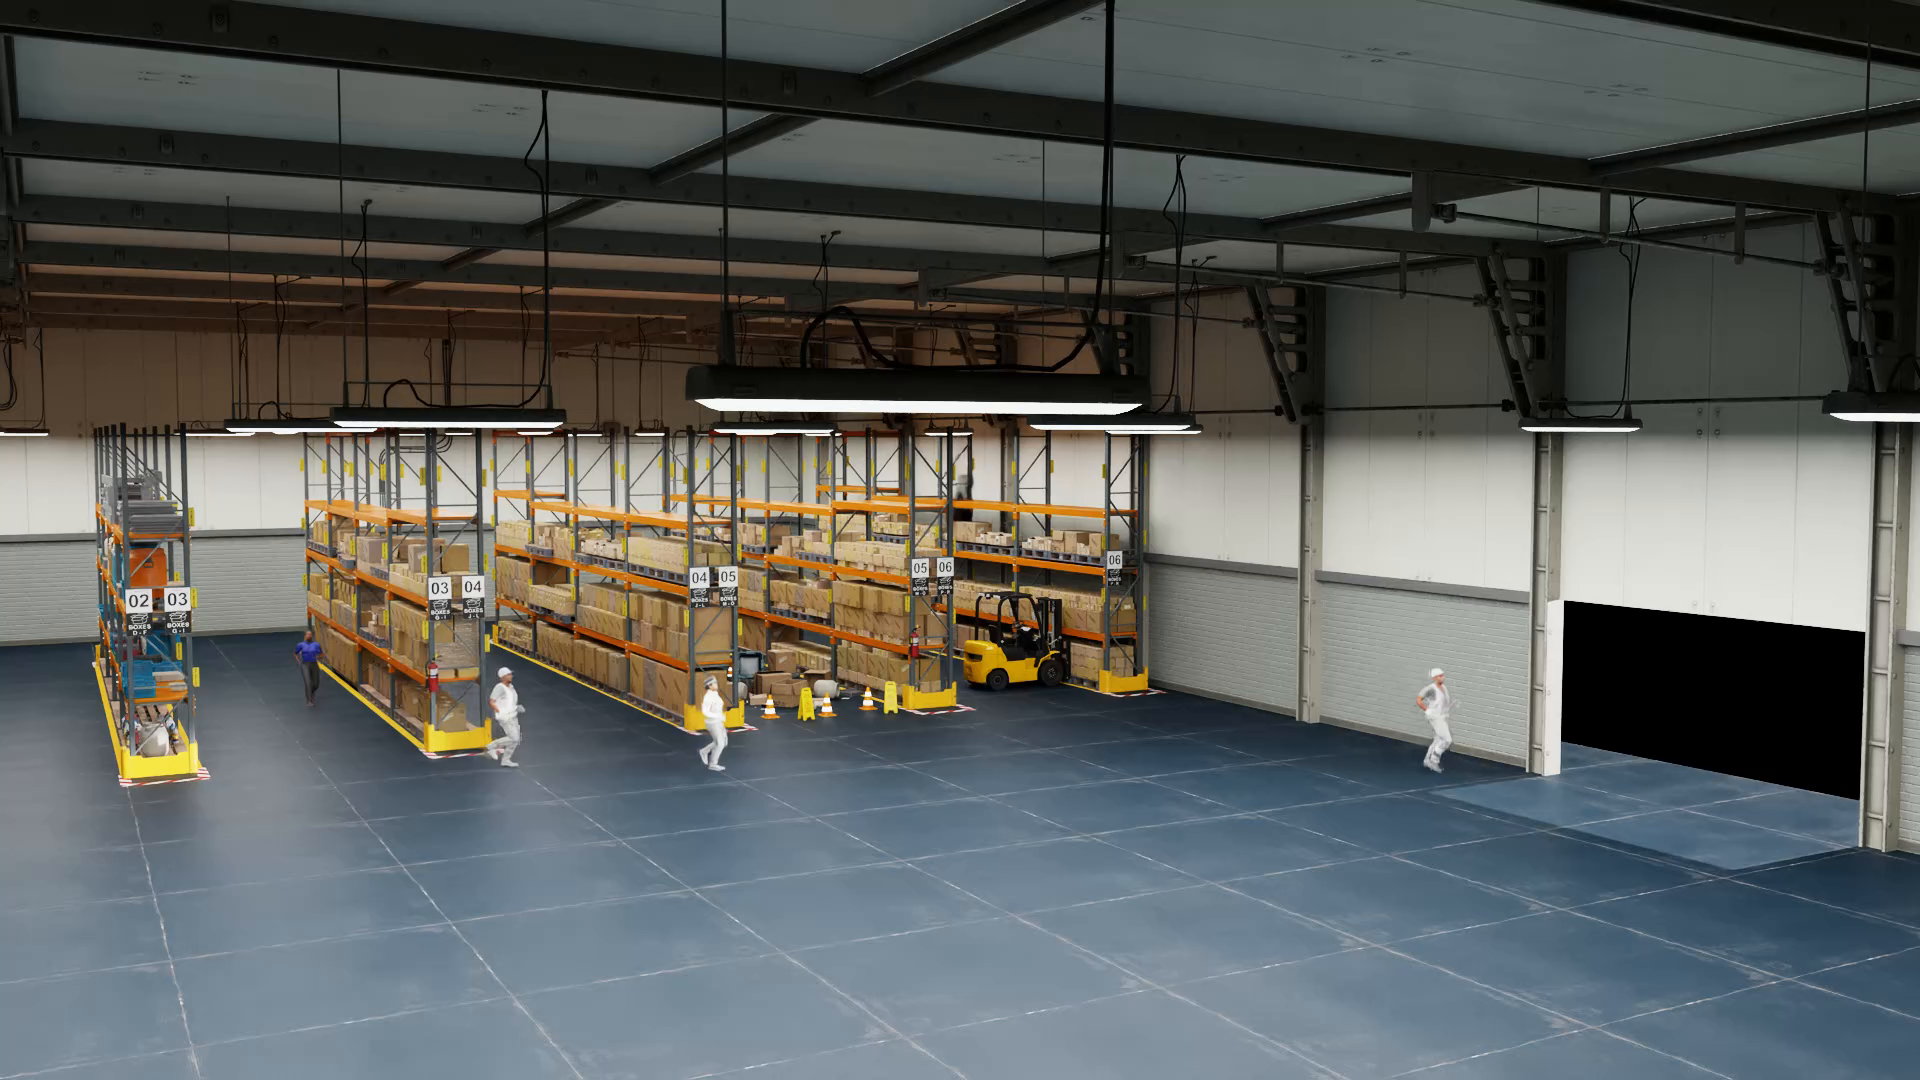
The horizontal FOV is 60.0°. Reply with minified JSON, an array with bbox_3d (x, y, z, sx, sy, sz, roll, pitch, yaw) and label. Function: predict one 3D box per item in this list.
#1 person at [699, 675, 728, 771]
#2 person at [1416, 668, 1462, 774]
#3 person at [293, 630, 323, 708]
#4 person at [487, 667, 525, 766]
[{"bbox_3d":[-4.267,3.155,28.733,0.573,1.648,0.612,1,3,9],"label":"person"},{"bbox_3d":[8.257,3.105,28.561,0.659,1.797,0.637,3,5,44],"label":"person"},{"bbox_3d":[-13.983,2.749,35.725,0.588,1.612,0.834,-2,4,-30],"label":"person"},{"bbox_3d":[-7.953,3.100,29.110,0.605,1.740,0.687,0,3,6],"label":"person"}]
